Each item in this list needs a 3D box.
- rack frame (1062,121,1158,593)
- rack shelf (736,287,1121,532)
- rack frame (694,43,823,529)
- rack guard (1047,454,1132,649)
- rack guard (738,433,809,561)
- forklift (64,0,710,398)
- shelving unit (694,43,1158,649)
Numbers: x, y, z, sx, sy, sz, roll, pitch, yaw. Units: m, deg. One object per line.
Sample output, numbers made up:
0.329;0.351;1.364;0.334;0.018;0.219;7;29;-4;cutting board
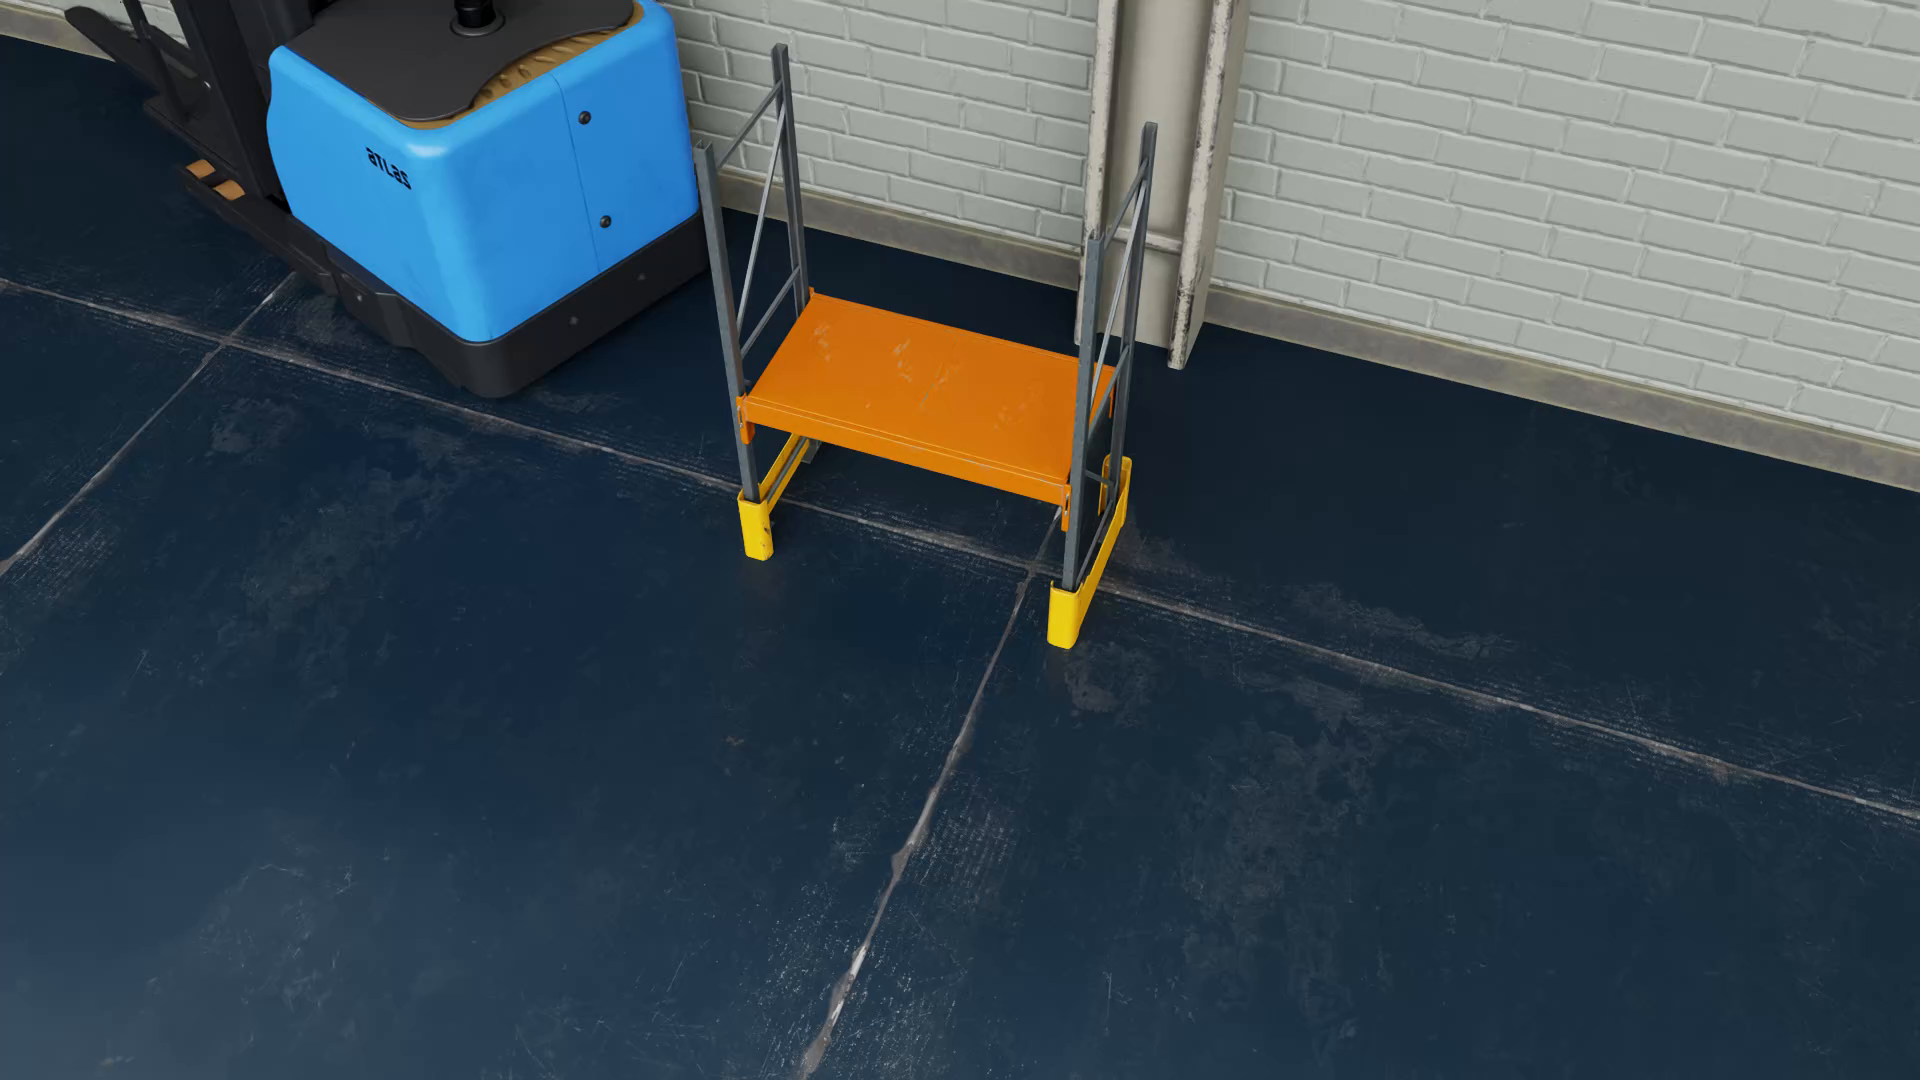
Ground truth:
0.397;-0.380;4.587;0.032;1.500;0.500;16;51;13;rack frame
-0.080;-0.396;4.839;1.000;0.185;0.538;16;51;13;rack shelf
-0.557;-0.647;4.818;0.032;1.500;0.500;16;51;13;rack frame
0.396;0.029;5.060;0.087;0.250;0.587;16;51;13;rack guard
-0.539;-0.232;5.286;0.087;0.250;0.587;16;51;13;rack guard
-2.335;-2.411;5.400;3.031;2.935;1.130;34;57;26;forklift
-0.072;-0.511;4.701;1.083;1.500;0.587;16;51;13;shelving unit
